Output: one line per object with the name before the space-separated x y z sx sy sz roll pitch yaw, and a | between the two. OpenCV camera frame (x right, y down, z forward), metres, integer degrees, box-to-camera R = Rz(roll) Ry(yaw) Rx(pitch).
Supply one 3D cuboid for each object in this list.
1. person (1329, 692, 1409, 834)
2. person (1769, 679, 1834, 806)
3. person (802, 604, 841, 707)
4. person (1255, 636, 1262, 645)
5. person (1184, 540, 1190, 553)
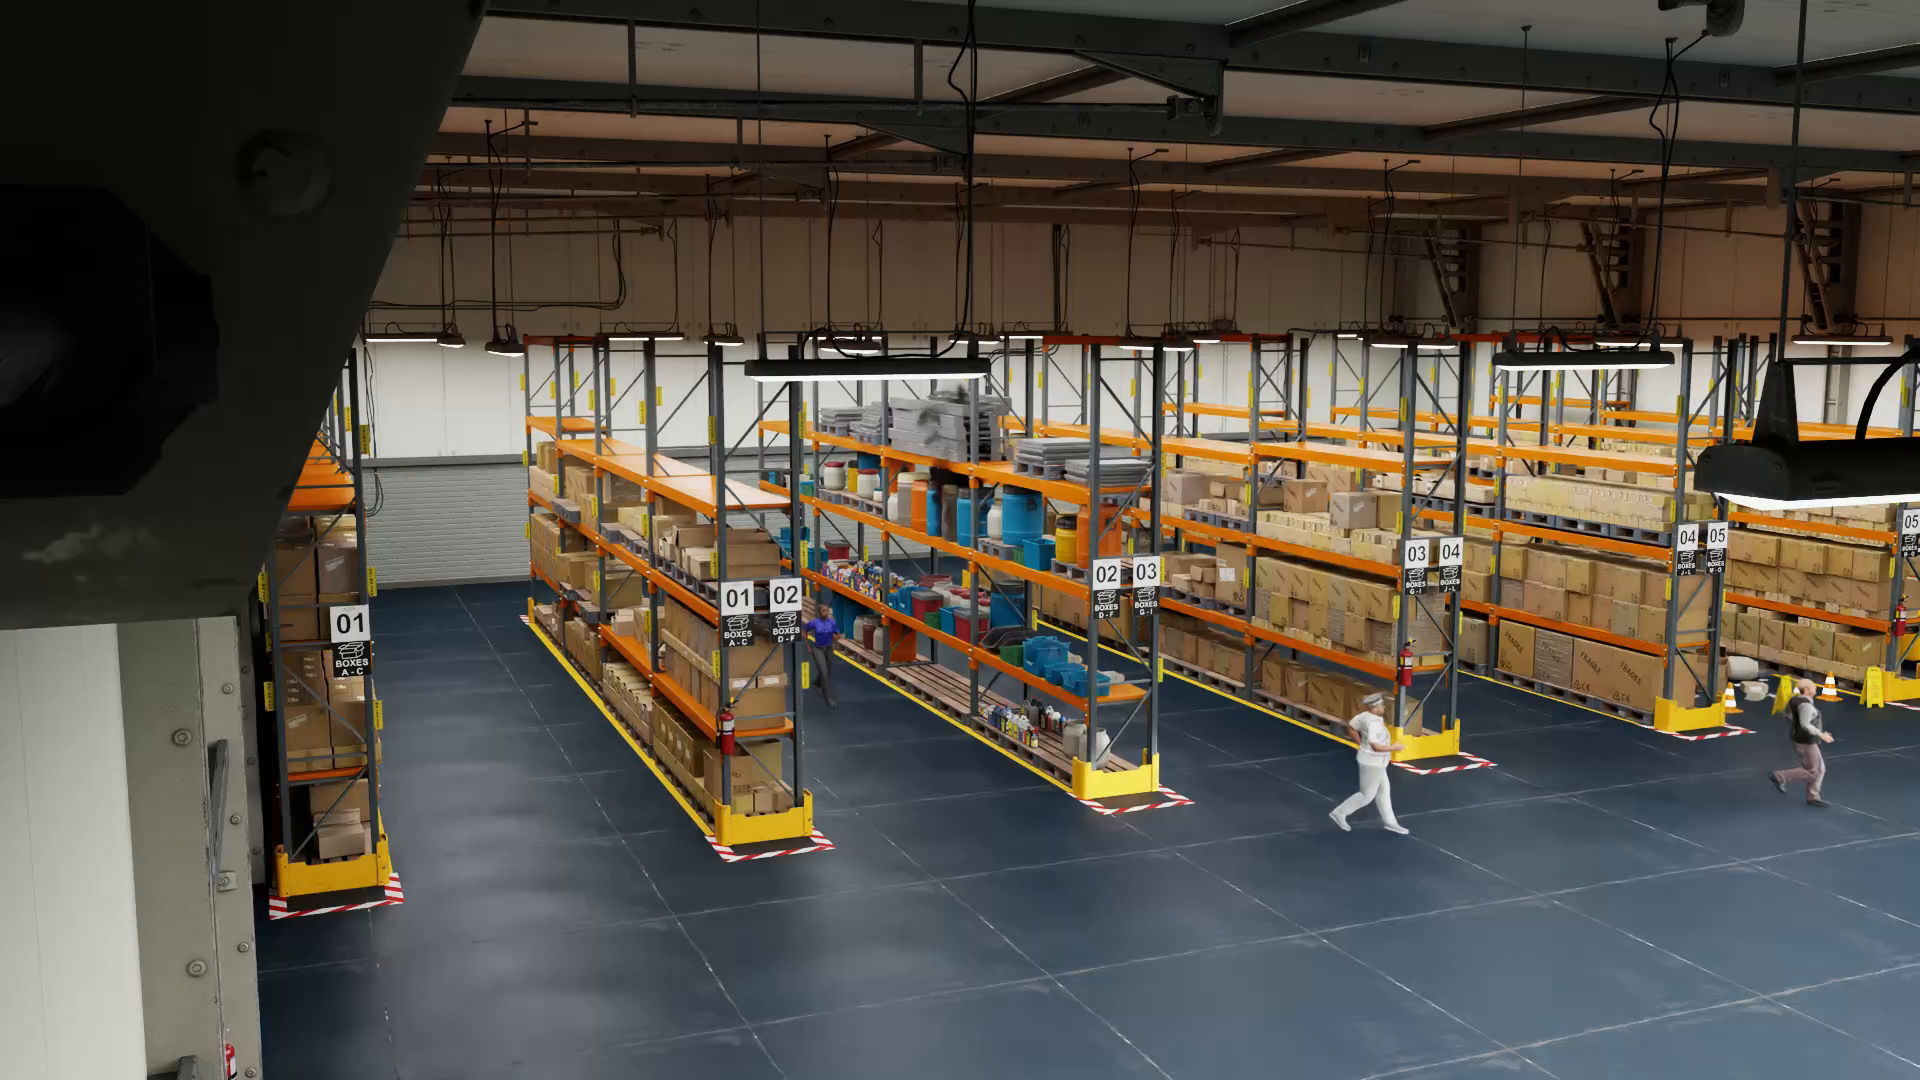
person | 5.031 2.741 20.330 0.986 1.789 0.665 1 8 7
person | 10.990 2.635 21.687 0.791 1.682 0.676 2 8 13
person | -2.262 1.854 27.380 0.574 1.645 0.936 -4 9 -30
person | 5.656 1.270 31.554 0.711 1.738 0.622 -3 8 -24
person | 5.701 -0.047 41.722 0.670 1.666 0.571 3 8 22
